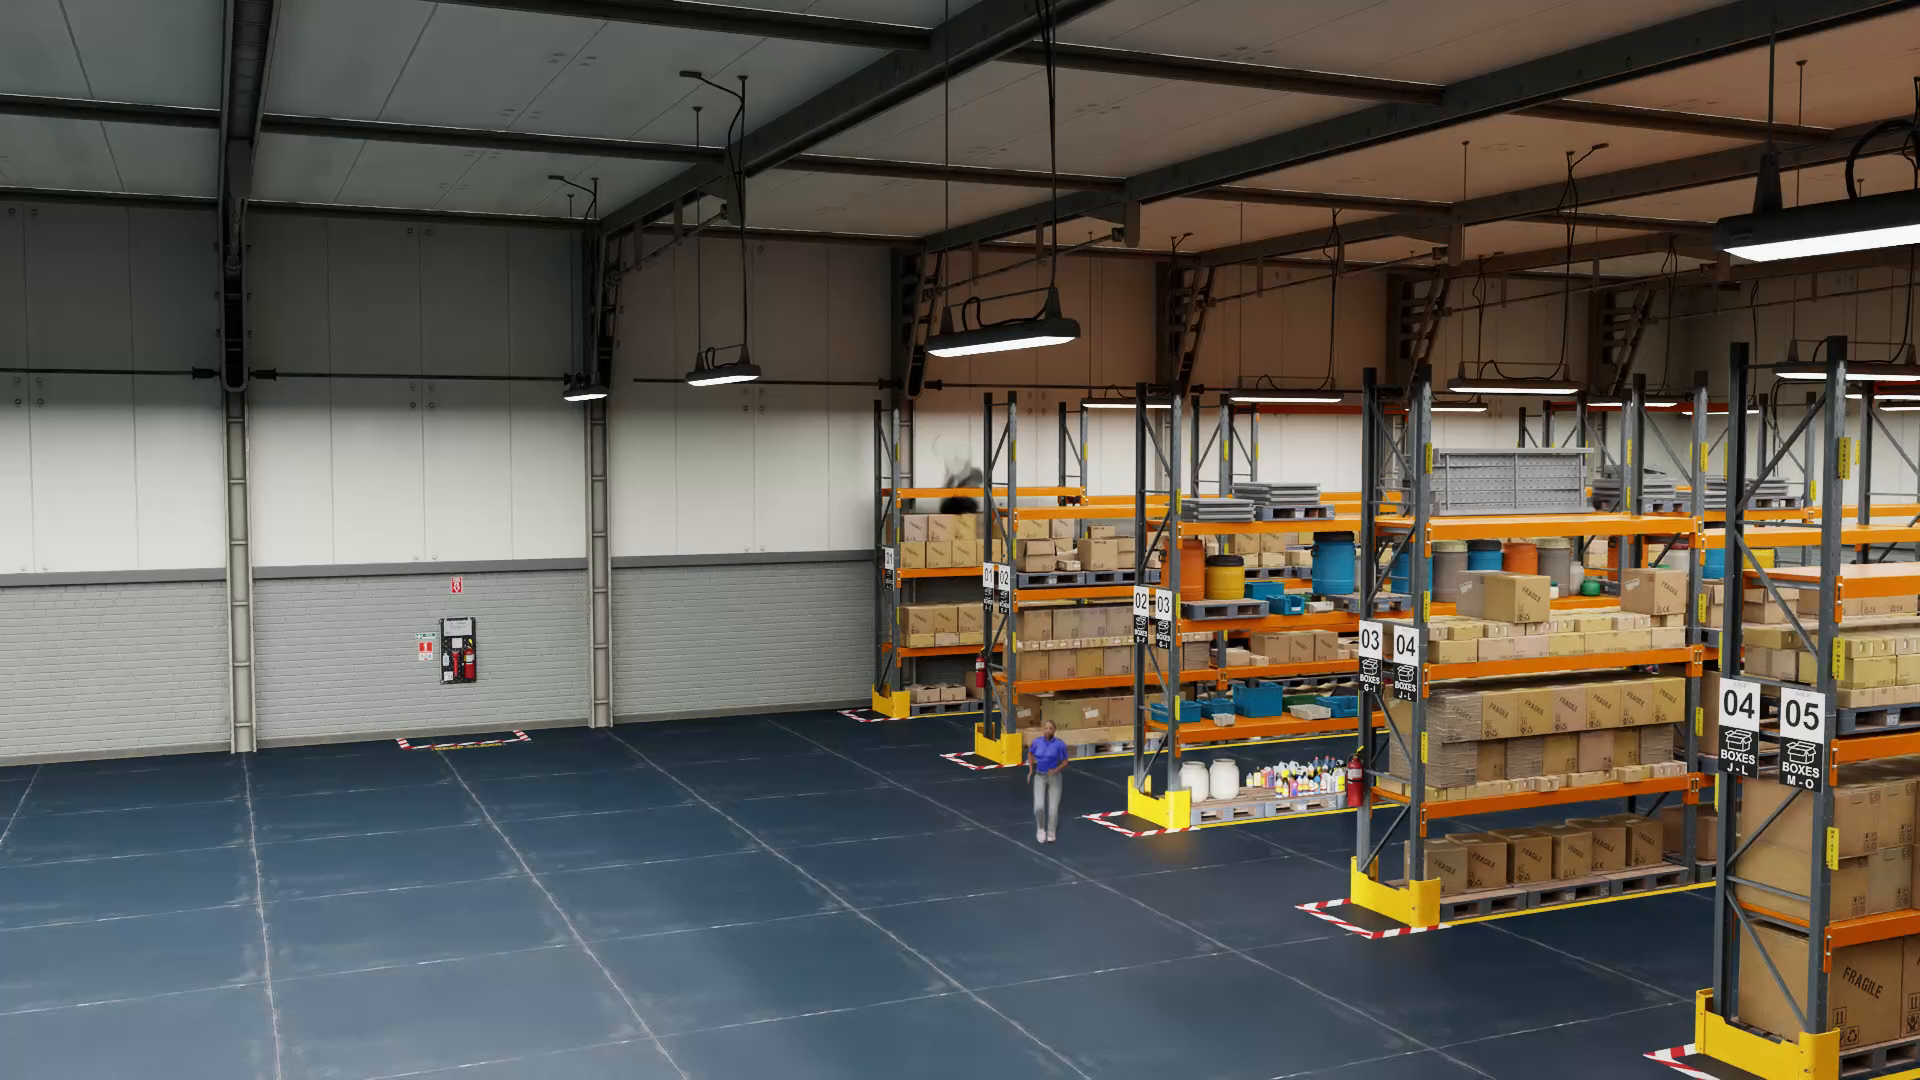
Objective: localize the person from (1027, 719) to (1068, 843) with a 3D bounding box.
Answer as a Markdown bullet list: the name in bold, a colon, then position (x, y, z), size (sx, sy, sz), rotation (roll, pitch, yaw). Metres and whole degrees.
- **person**: position (1.116, 3.098, 21.332), size (0.546, 1.614, 0.712), rotation (1, 3, 9)

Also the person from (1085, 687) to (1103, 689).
- **person**: position (2.503, 2.512, 30.102), size (0.879, 1.803, 0.682), rotation (-2, 4, -36)
